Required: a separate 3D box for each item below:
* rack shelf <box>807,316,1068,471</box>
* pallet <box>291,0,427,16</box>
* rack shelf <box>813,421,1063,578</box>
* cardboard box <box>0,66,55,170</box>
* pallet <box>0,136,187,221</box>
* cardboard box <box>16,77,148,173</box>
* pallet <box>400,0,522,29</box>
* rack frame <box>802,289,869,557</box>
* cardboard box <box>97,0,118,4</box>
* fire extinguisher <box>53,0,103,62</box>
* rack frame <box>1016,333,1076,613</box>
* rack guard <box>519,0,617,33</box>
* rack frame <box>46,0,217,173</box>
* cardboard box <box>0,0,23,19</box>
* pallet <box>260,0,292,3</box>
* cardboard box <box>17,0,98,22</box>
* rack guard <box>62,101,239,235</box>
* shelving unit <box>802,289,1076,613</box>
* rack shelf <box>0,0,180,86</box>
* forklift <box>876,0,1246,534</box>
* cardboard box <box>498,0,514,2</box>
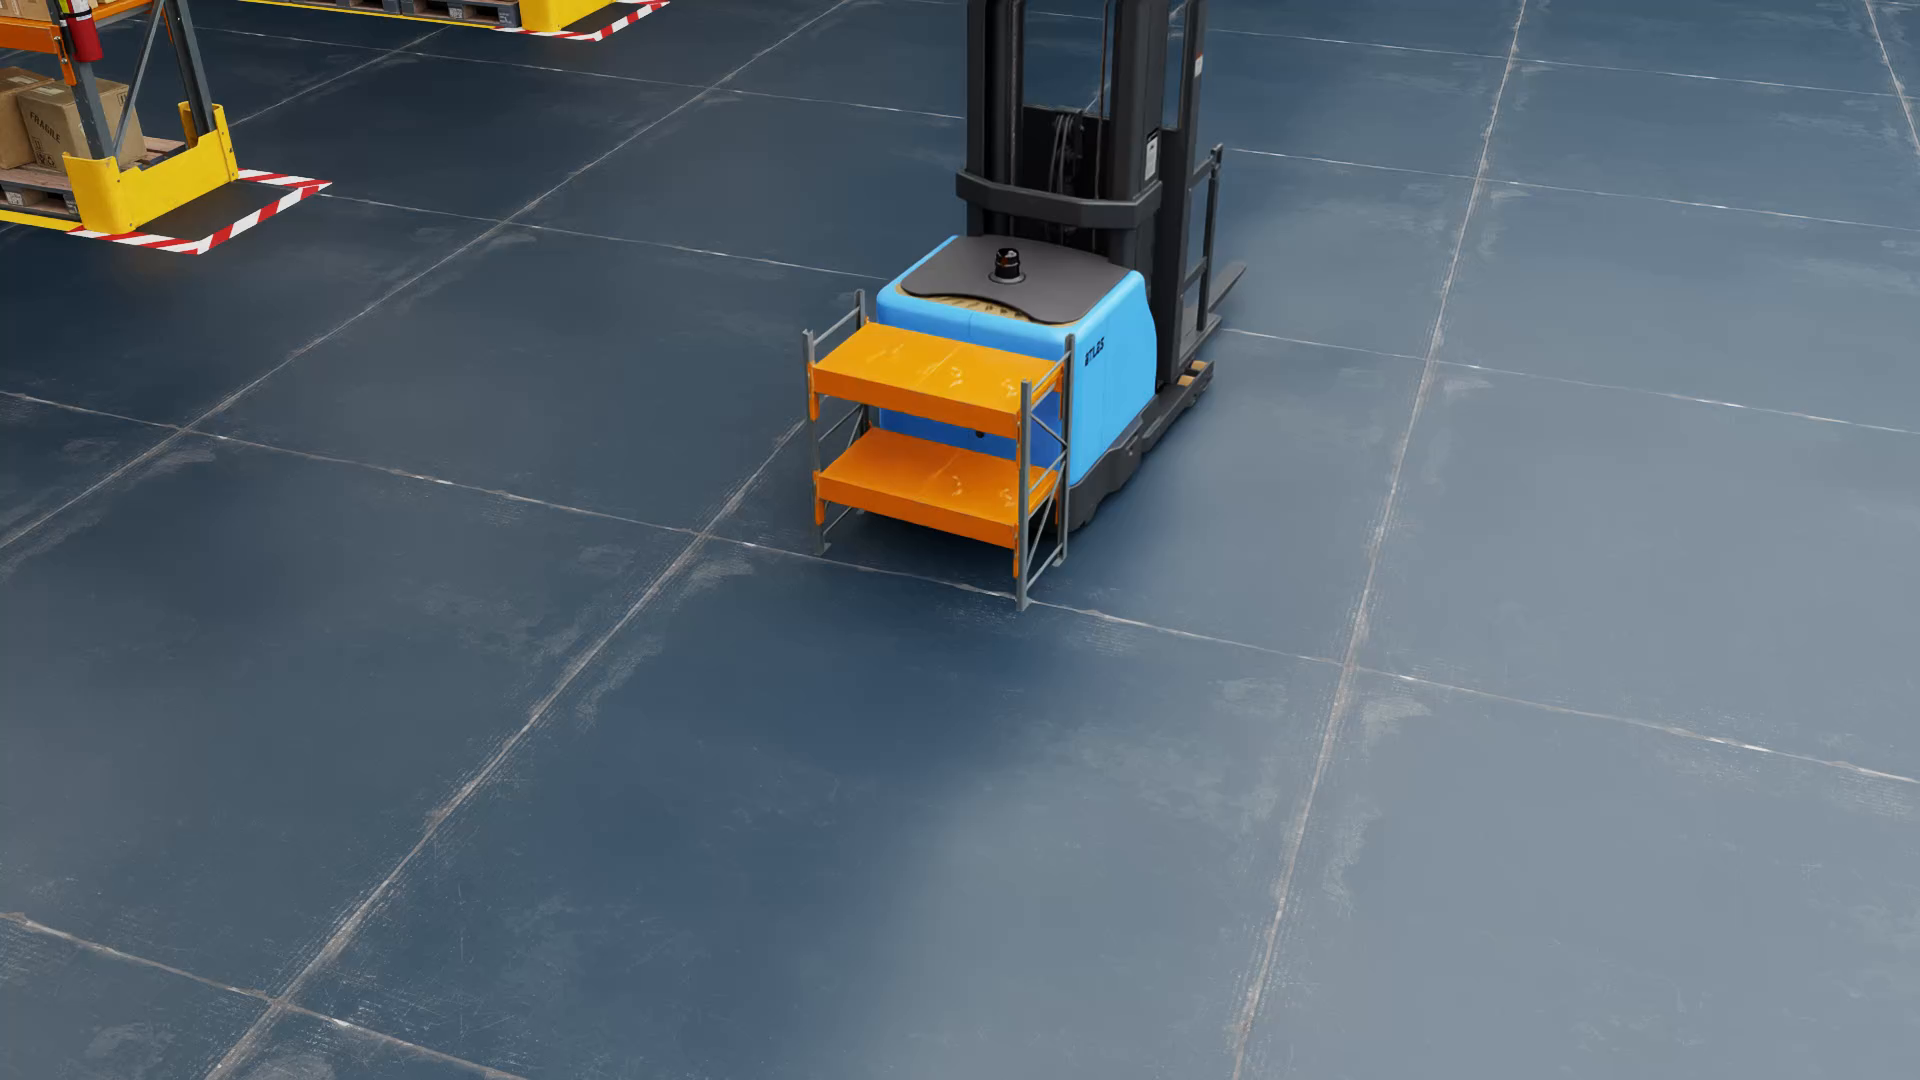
[{"bbox_3d":[-0.090,-0.646,7.174,1.000,0.278,0.538,15,36,22],"label":"rack shelf"},{"bbox_3d":[-5.500,-5.226,15.649,1.213,0.211,1.003,11,34,16],"label":"pallet"},{"bbox_3d":[-0.090,-0.195,7.465,1.000,0.278,0.538,15,36,22],"label":"rack shelf"},{"bbox_3d":[-6.502,-2.894,11.384,0.500,0.500,0.500,21,38,29],"label":"cardboard box"},{"bbox_3d":[-6.169,-2.562,11.523,1.213,0.211,1.003,11,34,16],"label":"pallet"},{"bbox_3d":[-5.927,-2.802,11.241,0.500,0.500,0.500,18,37,25],"label":"cardboard box"},{"bbox_3d":[-4.356,-5.002,15.302,1.213,0.211,1.003,11,34,16],"label":"pallet"},{"bbox_3d":[-0.547,-0.521,7.520,0.032,1.125,0.500,15,36,22],"label":"rack frame"},{"bbox_3d":[-5.533,-3.621,10.824,0.250,0.149,0.380,11,34,16],"label":"cardboard box"},{"bbox_3d":[-5.393,-3.264,10.111,0.183,0.674,0.296,11,34,16],"label":"fire extinguisher"},{"bbox_3d":[0.367,-0.279,7.145,0.032,1.125,0.500,15,36,22],"label":"rack frame"},{"bbox_3d":[-3.554,-5.012,15.052,0.348,0.500,1.175,11,34,16],"label":"rack guard"},{"bbox_3d":[-5.345,-3.553,10.487,0.127,3.000,1.000,11,34,16],"label":"rack frame"},{"bbox_3d":[-5.918,-3.440,10.544,0.250,0.149,0.380,11,34,16],"label":"cardboard box"},{"bbox_3d":[-6.653,-5.448,15.994,1.213,0.211,1.003,11,34,16],"label":"pallet"},{"bbox_3d":[-5.683,-3.394,10.473,0.250,0.149,0.380,11,34,16],"label":"cardboard box"},{"bbox_3d":[-5.417,-2.516,11.187,0.348,0.500,1.175,11,34,16],"label":"rack guard"},{"bbox_3d":[-0.090,-0.400,7.333,1.048,1.125,0.538,15,36,22],"label":"shelving unit"},{"bbox_3d":[-7.228,-3.616,11.249,4.000,0.370,1.077,11,34,16],"label":"rack shelf"},{"bbox_3d":[0.719,-2.040,8.208,1.130,2.935,3.031,15,36,22],"label":"forklift"},{"bbox_3d":[-4.237,-5.441,14.983,0.875,0.875,0.875,11,35,17],"label":"cardboard box"}]
